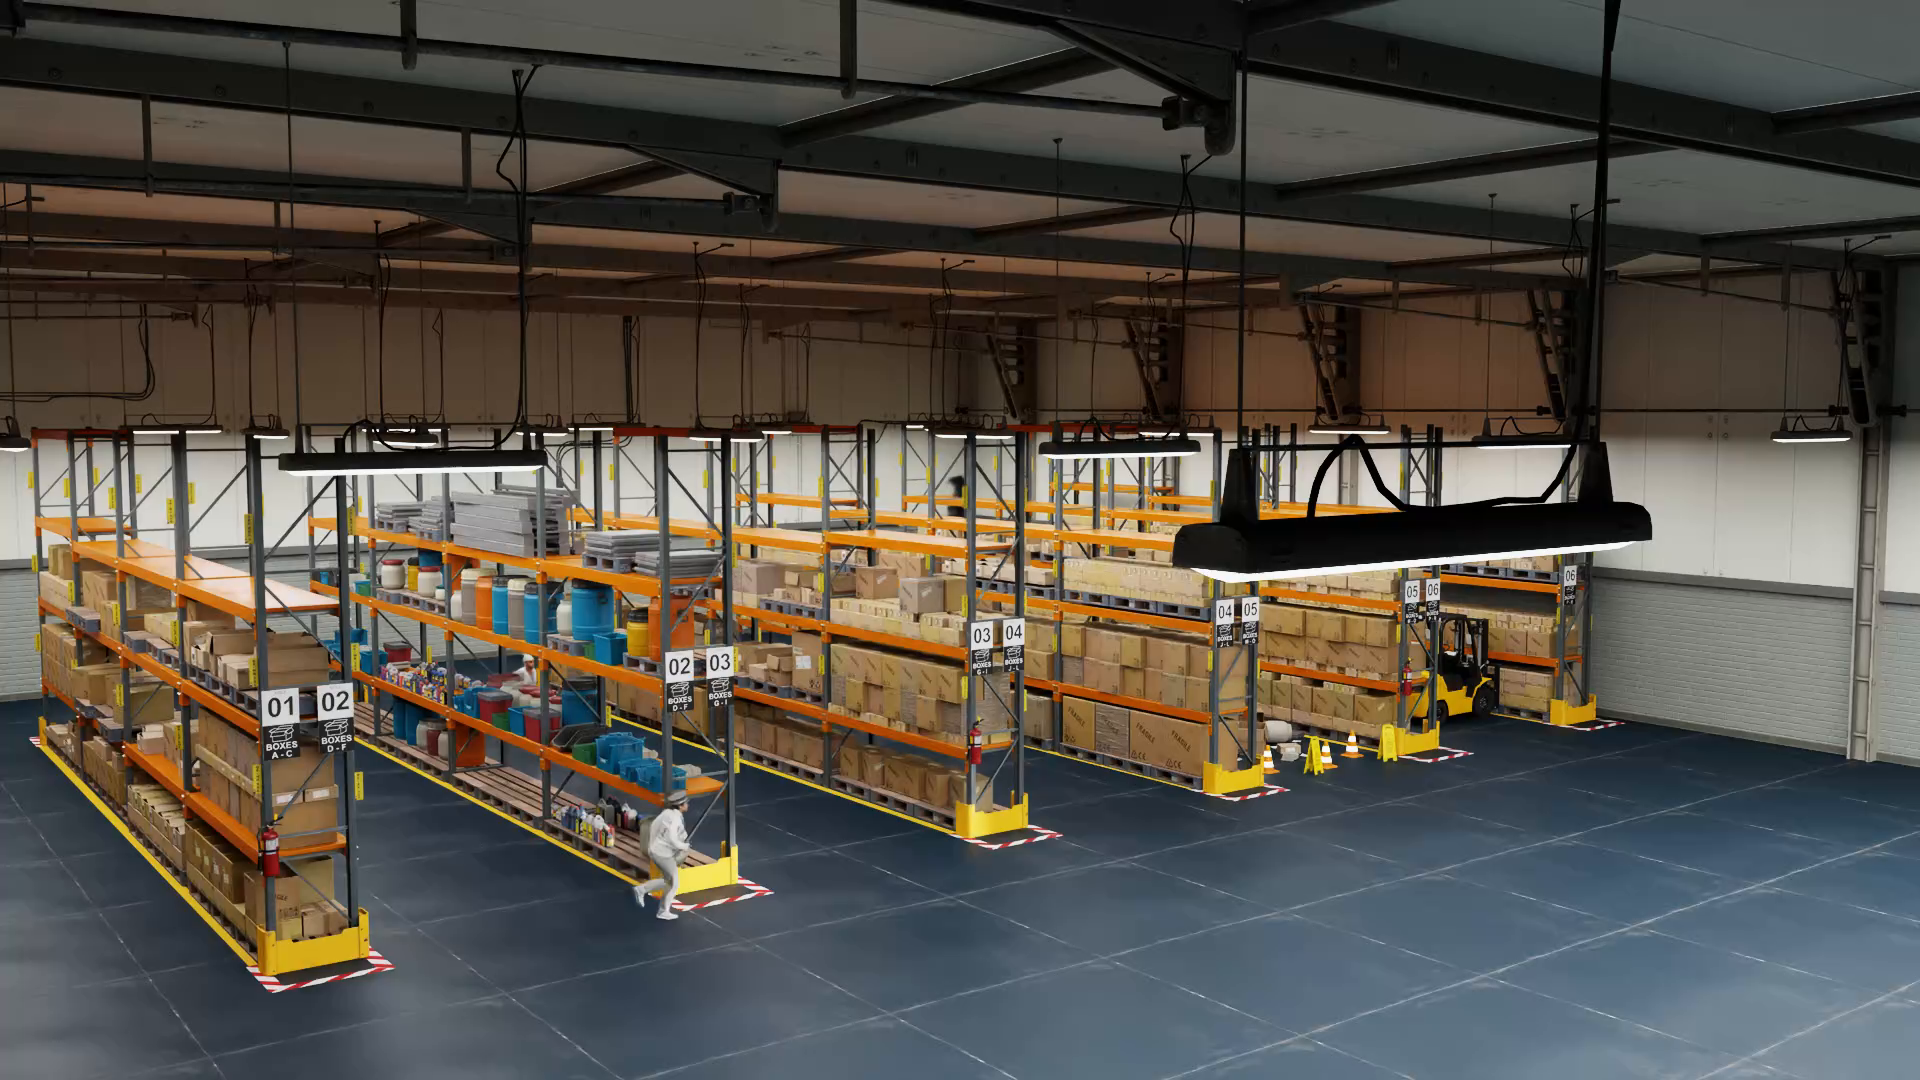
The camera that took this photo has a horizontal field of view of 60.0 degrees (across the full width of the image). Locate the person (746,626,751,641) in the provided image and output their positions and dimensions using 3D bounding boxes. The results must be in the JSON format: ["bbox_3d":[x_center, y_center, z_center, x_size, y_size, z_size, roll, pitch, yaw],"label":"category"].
[{"bbox_3d":[-5.516,2.161,43.709,0.606,1.489,0.849,0,4,-1],"label":"person"}]

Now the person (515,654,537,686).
[{"bbox_3d":[-8.256,2.999,31.381,0.900,1.746,0.670,3,5,35],"label":"person"}]

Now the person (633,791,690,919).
[{"bbox_3d":[-3.689,3.931,20.589,0.713,1.623,0.604,-1,5,-18],"label":"person"}]
